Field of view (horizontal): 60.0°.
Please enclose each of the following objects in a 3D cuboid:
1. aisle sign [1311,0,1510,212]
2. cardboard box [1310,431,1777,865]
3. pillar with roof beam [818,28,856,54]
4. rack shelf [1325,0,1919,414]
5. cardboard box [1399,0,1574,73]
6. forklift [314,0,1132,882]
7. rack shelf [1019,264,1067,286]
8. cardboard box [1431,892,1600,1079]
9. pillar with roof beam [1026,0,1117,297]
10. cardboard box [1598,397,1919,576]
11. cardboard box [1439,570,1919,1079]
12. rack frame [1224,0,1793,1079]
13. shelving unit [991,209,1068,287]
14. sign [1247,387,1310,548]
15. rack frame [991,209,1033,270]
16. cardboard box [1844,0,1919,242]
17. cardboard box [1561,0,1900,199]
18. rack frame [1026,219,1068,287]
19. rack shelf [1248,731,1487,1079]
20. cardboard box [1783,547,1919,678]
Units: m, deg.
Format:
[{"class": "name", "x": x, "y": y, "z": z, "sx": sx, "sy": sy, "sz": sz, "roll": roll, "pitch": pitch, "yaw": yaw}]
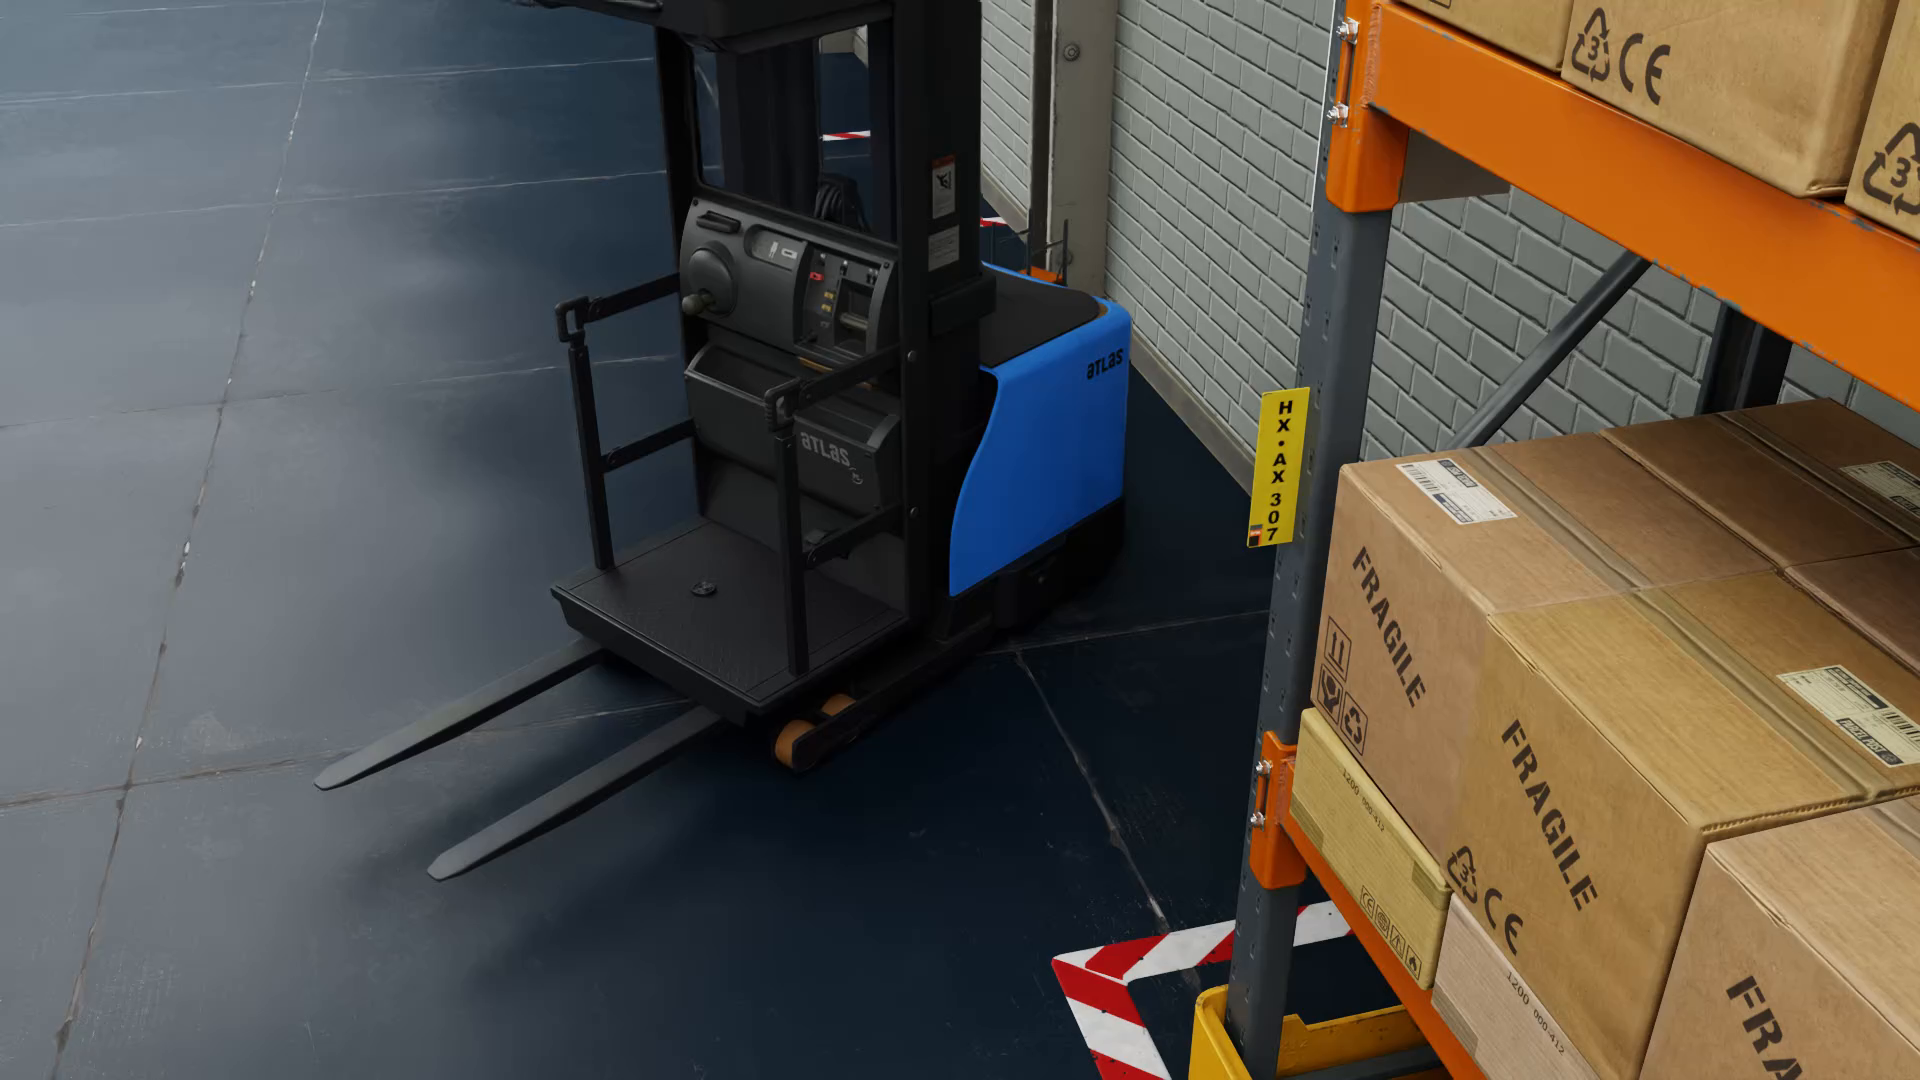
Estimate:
[{"class": "aisle sign", "x": 0.815, "y": -0.951, "z": 2.803, "sx": 0.394, "sy": 0.787, "sz": 0.004, "roll": -8, "pitch": 31, "yaw": -13}, {"class": "cardboard box", "x": 0.960, "y": 0.171, "z": 2.841, "sx": 0.500, "sy": 0.500, "sz": 0.500, "roll": -8, "pitch": 31, "yaw": -13}, {"class": "pillar with roof beam", "x": -5.193, "y": -7.428, "z": 10.599, "sx": 9.100, "sy": 9.000, "sz": 0.400, "roll": -8, "pitch": 31, "yaw": -13}, {"class": "rack shelf", "x": 1.654, "y": 0.148, "z": 1.223, "sx": 1.077, "sy": 0.370, "sz": 4.000, "roll": -8, "pitch": 31, "yaw": -13}, {"class": "cardboard box", "x": 0.971, "y": -0.986, "z": 2.345, "sx": 0.500, "sy": 0.500, "sz": 0.500, "roll": -7, "pitch": 31, "yaw": -12}, {"class": "forklift", "x": -0.708, "y": -0.799, "z": 5.205, "sx": 1.130, "sy": 2.935, "sz": 3.031, "roll": 24, "pitch": 38, "yaw": 35}, {"class": "rack shelf", "x": 0.275, "y": -1.002, "z": 6.652, "sx": 0.180, "sy": 0.103, "sz": 0.258, "roll": 25, "pitch": 38, "yaw": 36}, {"class": "cardboard box", "x": 1.098, "y": 0.752, "z": 2.586, "sx": 0.500, "sy": 0.250, "sz": 0.500, "roll": -9, "pitch": 31, "yaw": -15}, {"class": "pillar with roof beam", "x": -3.600, "y": -4.530, "z": 5.593, "sx": 9.100, "sy": 9.000, "sz": 0.400, "roll": -8, "pitch": 31, "yaw": -13}, {"class": "cardboard box", "x": 1.453, "y": 0.100, "z": 2.964, "sx": 0.500, "sy": 0.500, "sz": 0.500, "roll": -8, "pitch": 31, "yaw": -14}, {"class": "cardboard box", "x": 1.081, "y": 0.411, "z": 2.426, "sx": 0.500, "sy": 0.500, "sz": 0.500, "roll": -8, "pitch": 31, "yaw": -13}, {"class": "rack frame", "x": 1.123, "y": 0.169, "z": 3.463, "sx": 1.000, "sy": 3.000, "sz": 0.127, "roll": -8, "pitch": 31, "yaw": -13}, {"class": "shelving unit", "x": 0.276, "y": -0.728, "z": 6.809, "sx": 0.189, "sy": 1.200, "sz": 0.258, "roll": 25, "pitch": 38, "yaw": 36}, {"class": "sign", "x": 0.600, "y": -0.133, "z": 3.122, "sx": 0.100, "sy": 0.325, "sz": 0.005, "roll": -8, "pitch": 31, "yaw": -13}, {"class": "rack frame", "x": 0.209, "y": -0.759, "z": 6.864, "sx": 0.006, "sy": 1.200, "sz": 0.240, "roll": 25, "pitch": 38, "yaw": 36}, {"class": "cardboard box", "x": 1.220, "y": -0.472, "z": 1.457, "sx": 0.500, "sy": 0.500, "sz": 0.500, "roll": -6, "pitch": 31, "yaw": -11}, {"class": "cardboard box", "x": 1.079, "y": -0.722, "z": 1.889, "sx": 0.500, "sy": 0.500, "sz": 0.500, "roll": -6, "pitch": 31, "yaw": -10}, {"class": "rack frame", "x": 0.343, "y": -0.697, "z": 6.755, "sx": 0.006, "sy": 1.200, "sz": 0.240, "roll": 25, "pitch": 38, "yaw": 36}, {"class": "rack shelf", "x": 1.654, "y": 1.446, "z": 1.975, "sx": 1.077, "sy": 0.370, "sz": 4.000, "roll": -8, "pitch": 31, "yaw": -13}, {"class": "cardboard box", "x": 1.577, "y": 0.345, "z": 2.541, "sx": 0.500, "sy": 0.500, "sz": 0.500, "roll": -7, "pitch": 31, "yaw": -13}]
